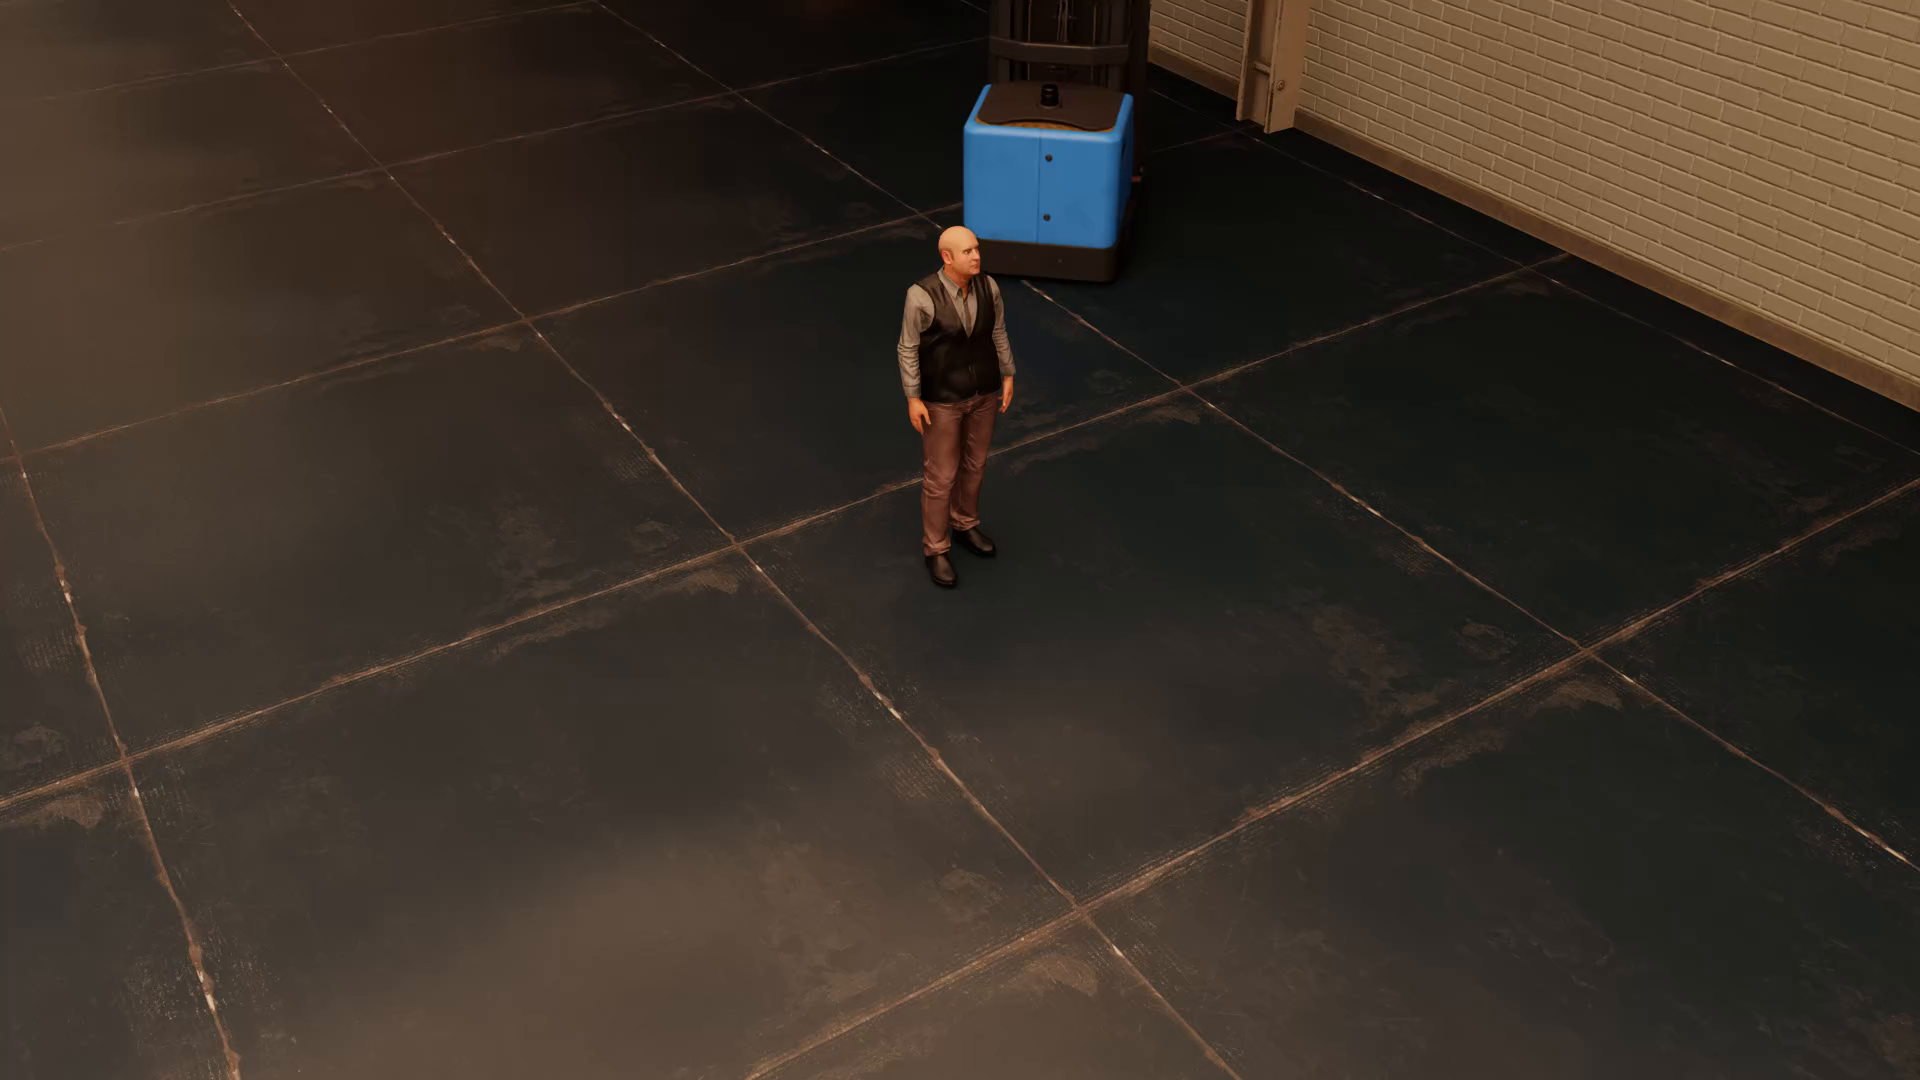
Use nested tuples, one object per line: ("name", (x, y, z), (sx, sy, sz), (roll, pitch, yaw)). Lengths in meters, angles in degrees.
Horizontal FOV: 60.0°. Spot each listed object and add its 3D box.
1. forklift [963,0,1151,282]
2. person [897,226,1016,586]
("forklift", (0.788, -3.746, 11.479), (1.130, 2.935, 3.031), (6, 36, 9))
("person", (0.032, -0.674, 8.146), (0.633, 1.722, 0.551), (-21, 40, -27))
